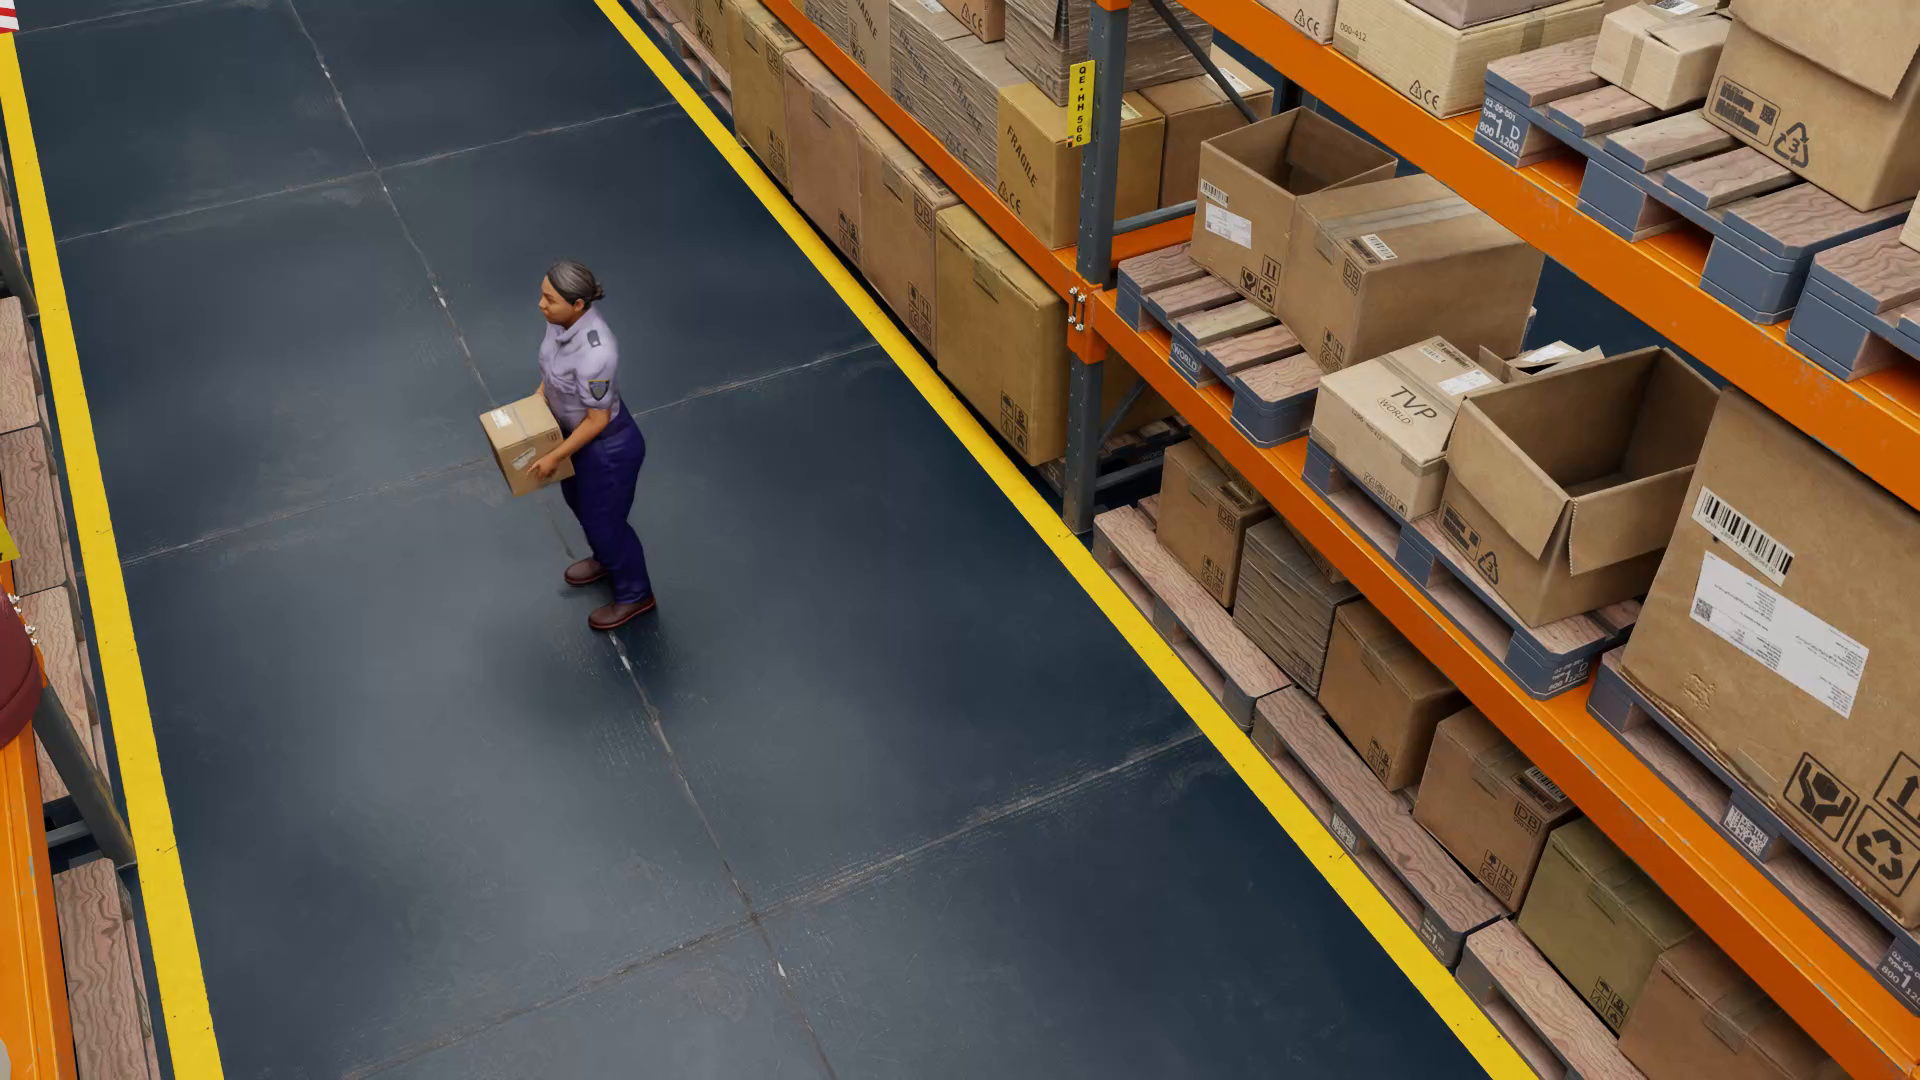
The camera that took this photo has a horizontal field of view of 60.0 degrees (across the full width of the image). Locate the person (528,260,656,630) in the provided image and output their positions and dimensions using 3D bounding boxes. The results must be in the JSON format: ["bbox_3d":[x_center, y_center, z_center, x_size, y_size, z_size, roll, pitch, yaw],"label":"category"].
[{"bbox_3d":[-1.507,-0.372,6.583,0.476,1.654,0.487,-19,45,-21],"label":"person"}]
